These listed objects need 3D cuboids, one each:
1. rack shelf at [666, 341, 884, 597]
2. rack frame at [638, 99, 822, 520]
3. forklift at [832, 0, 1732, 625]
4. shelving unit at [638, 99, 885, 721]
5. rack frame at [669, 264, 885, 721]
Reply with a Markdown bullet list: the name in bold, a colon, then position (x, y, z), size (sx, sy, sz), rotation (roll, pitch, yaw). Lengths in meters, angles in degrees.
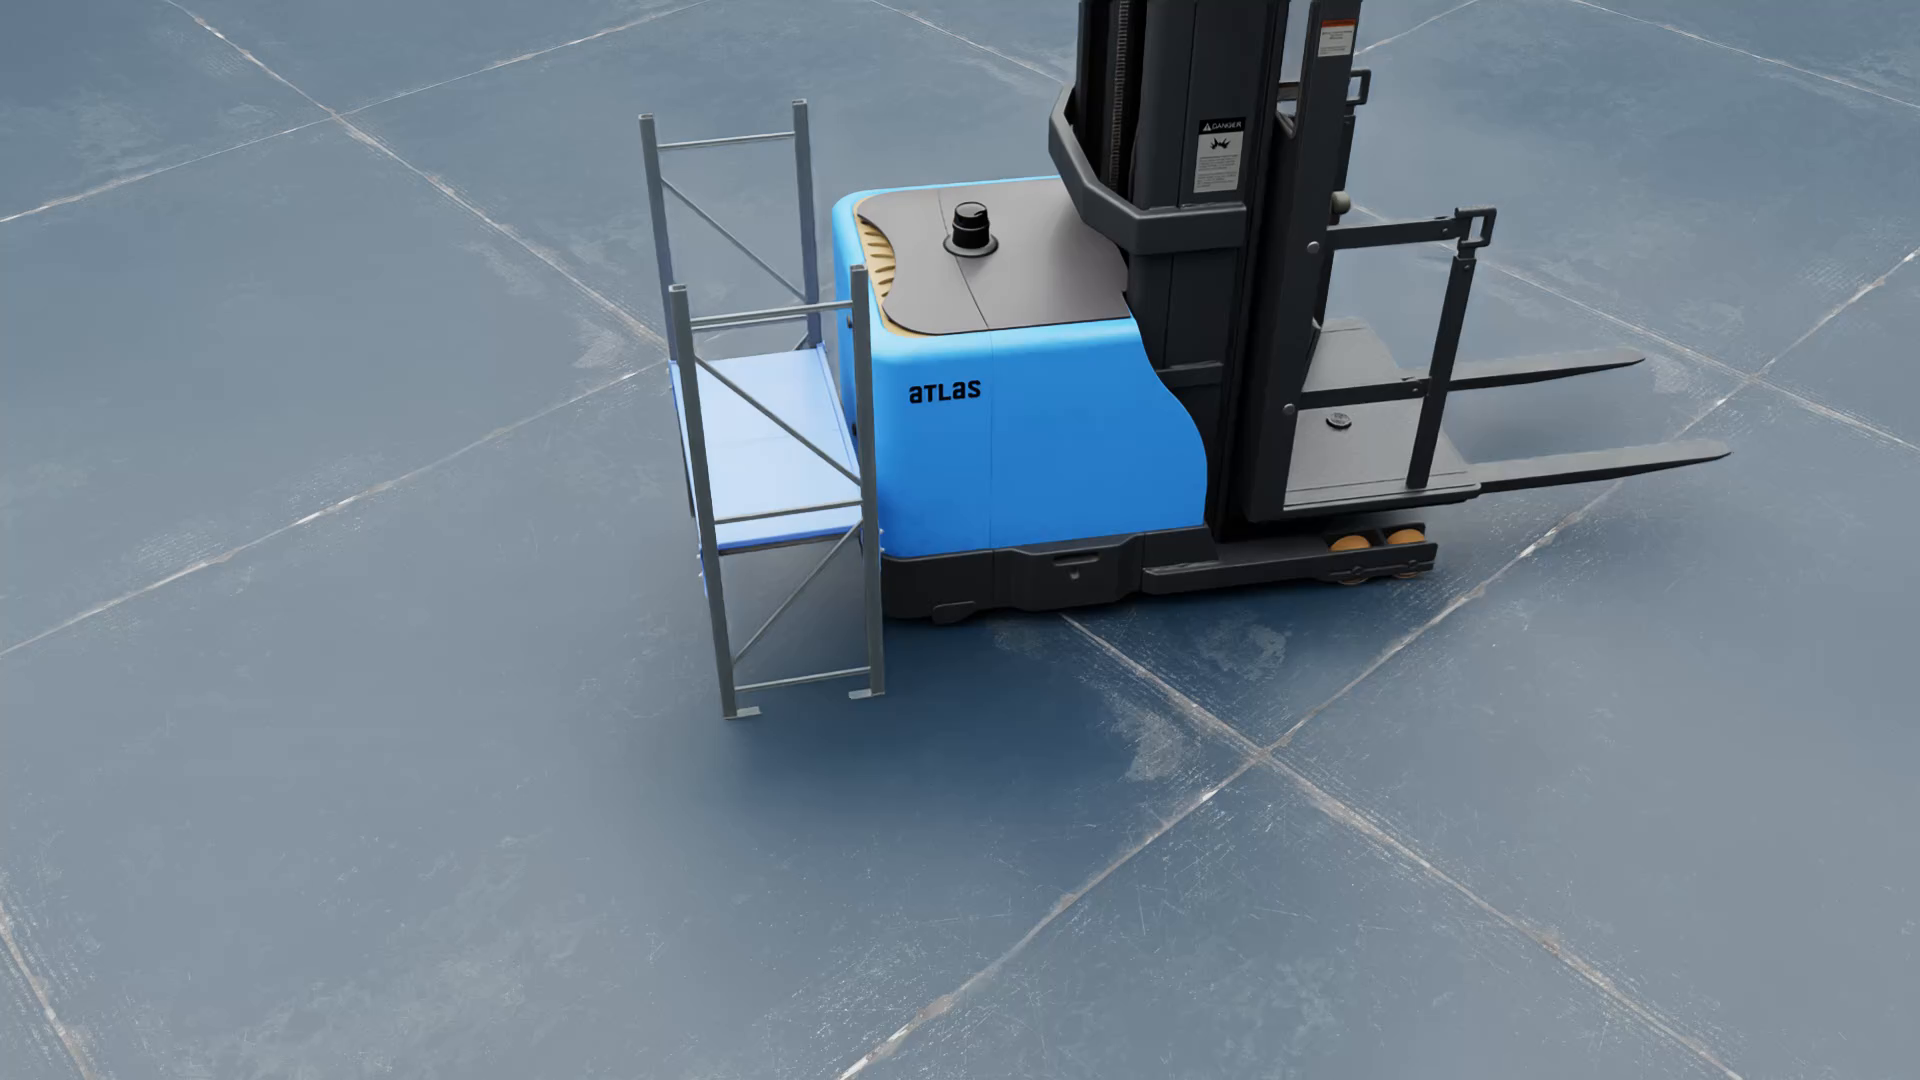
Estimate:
- **rack shelf**: position (-0.591, -0.248, 5.149), size (0.538, 0.185, 1.000), rotation (-8, 40, -10)
- **rack frame**: position (-0.704, -0.699, 5.422), size (0.500, 1.500, 0.032), rotation (-8, 40, -10)
- **forklift**: position (1.133, -1.312, 5.041), size (3.031, 2.935, 1.130), rotation (-6, 39, -8)
- **shelving unit**: position (-0.592, -0.388, 5.036), size (0.538, 1.500, 1.048), rotation (-8, 40, -10)
- **rack frame**: position (-0.479, -0.076, 4.650), size (0.500, 1.500, 0.032), rotation (-8, 40, -10)
